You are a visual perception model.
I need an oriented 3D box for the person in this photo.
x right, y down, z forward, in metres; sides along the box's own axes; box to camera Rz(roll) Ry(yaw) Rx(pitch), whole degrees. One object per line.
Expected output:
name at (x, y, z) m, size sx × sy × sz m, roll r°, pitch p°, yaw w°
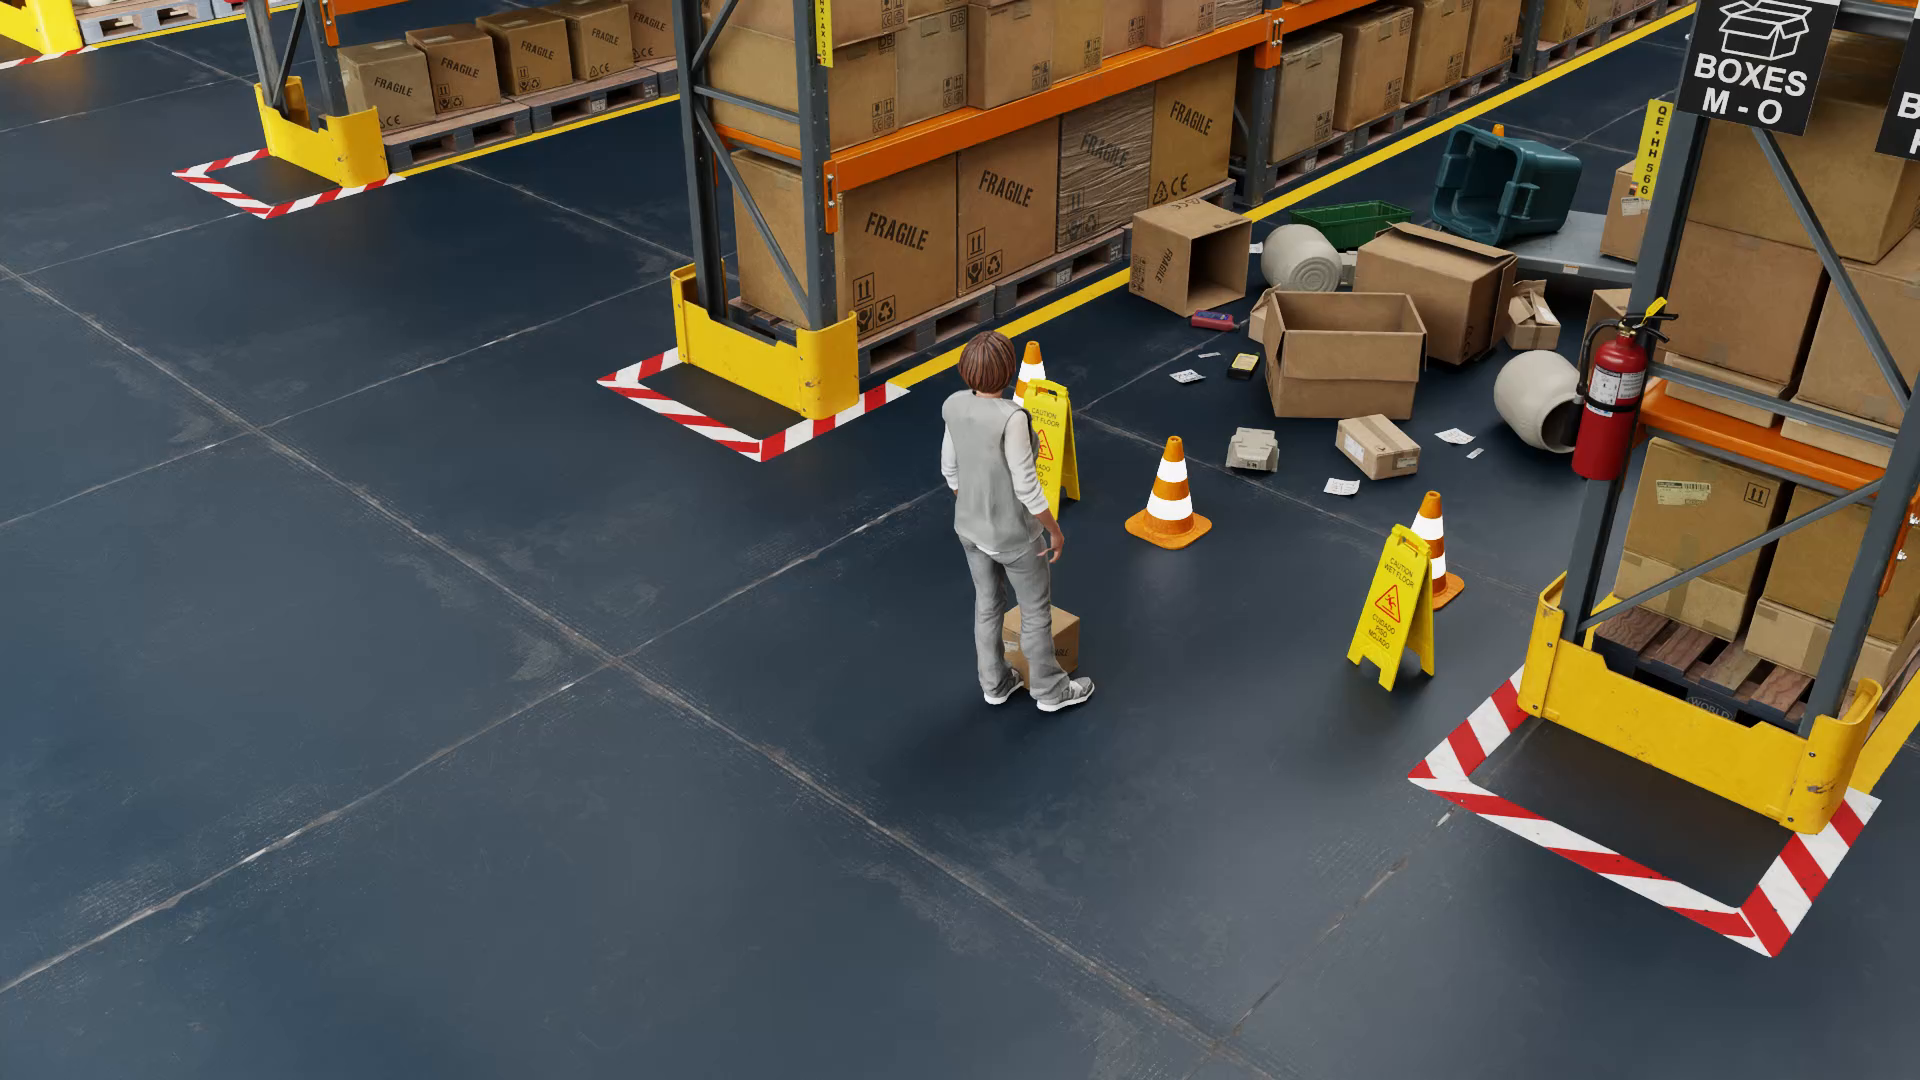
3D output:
person at (0.208, -0.069, 6.237) m, size 0.520 × 1.597 × 0.475 m, roll 26°, pitch 40°, yaw 35°
